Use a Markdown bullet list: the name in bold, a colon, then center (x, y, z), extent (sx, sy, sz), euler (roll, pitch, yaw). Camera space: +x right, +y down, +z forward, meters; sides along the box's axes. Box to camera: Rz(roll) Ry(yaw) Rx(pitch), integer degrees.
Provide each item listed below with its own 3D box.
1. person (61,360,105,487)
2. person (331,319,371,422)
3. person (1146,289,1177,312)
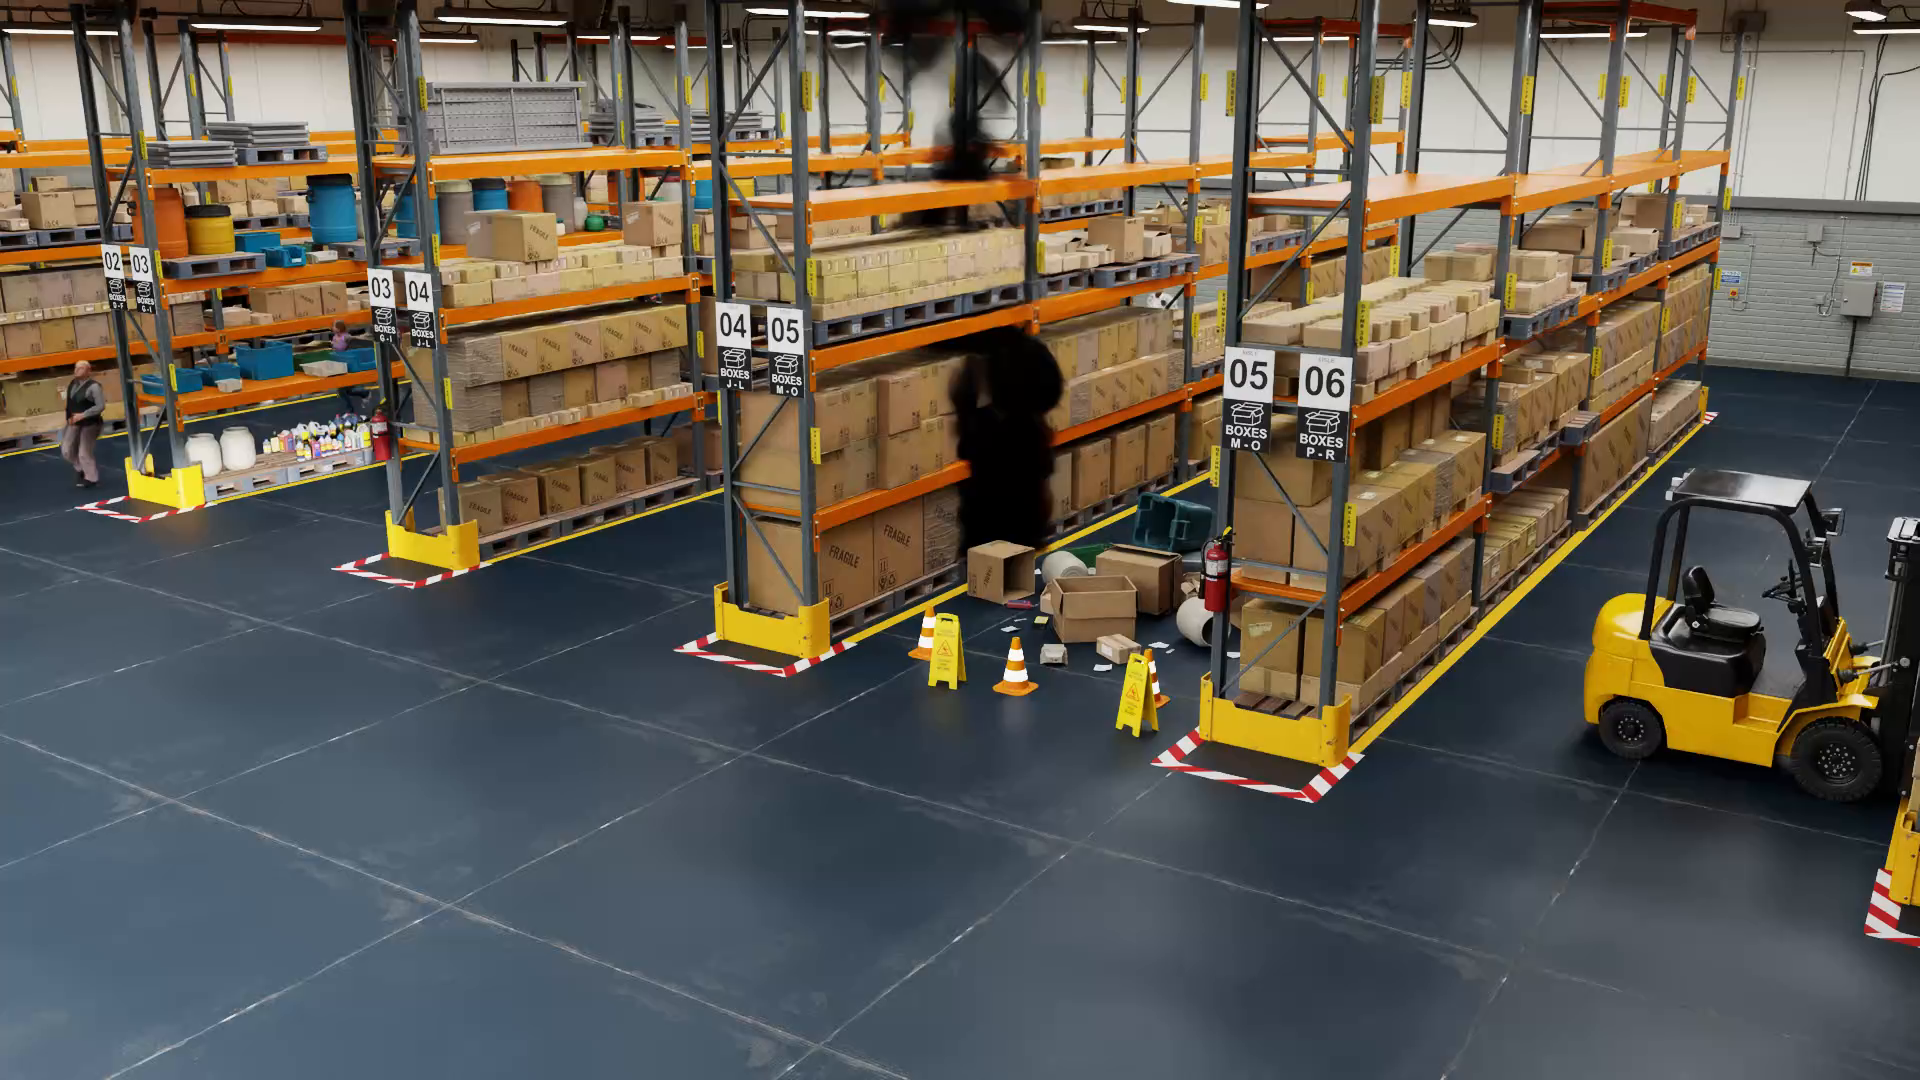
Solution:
- **person**: center (-11.301, -1.441, 21.450), extent (0.670, 1.596, 0.552), euler (4, 16, 14)
- **person**: center (-9.465, -2.616, 25.901), extent (0.546, 1.496, 0.606), euler (8, 18, 27)
- **person**: center (3.495, -3.658, 29.131), extent (0.662, 1.860, 0.764), euler (8, 17, 26)
